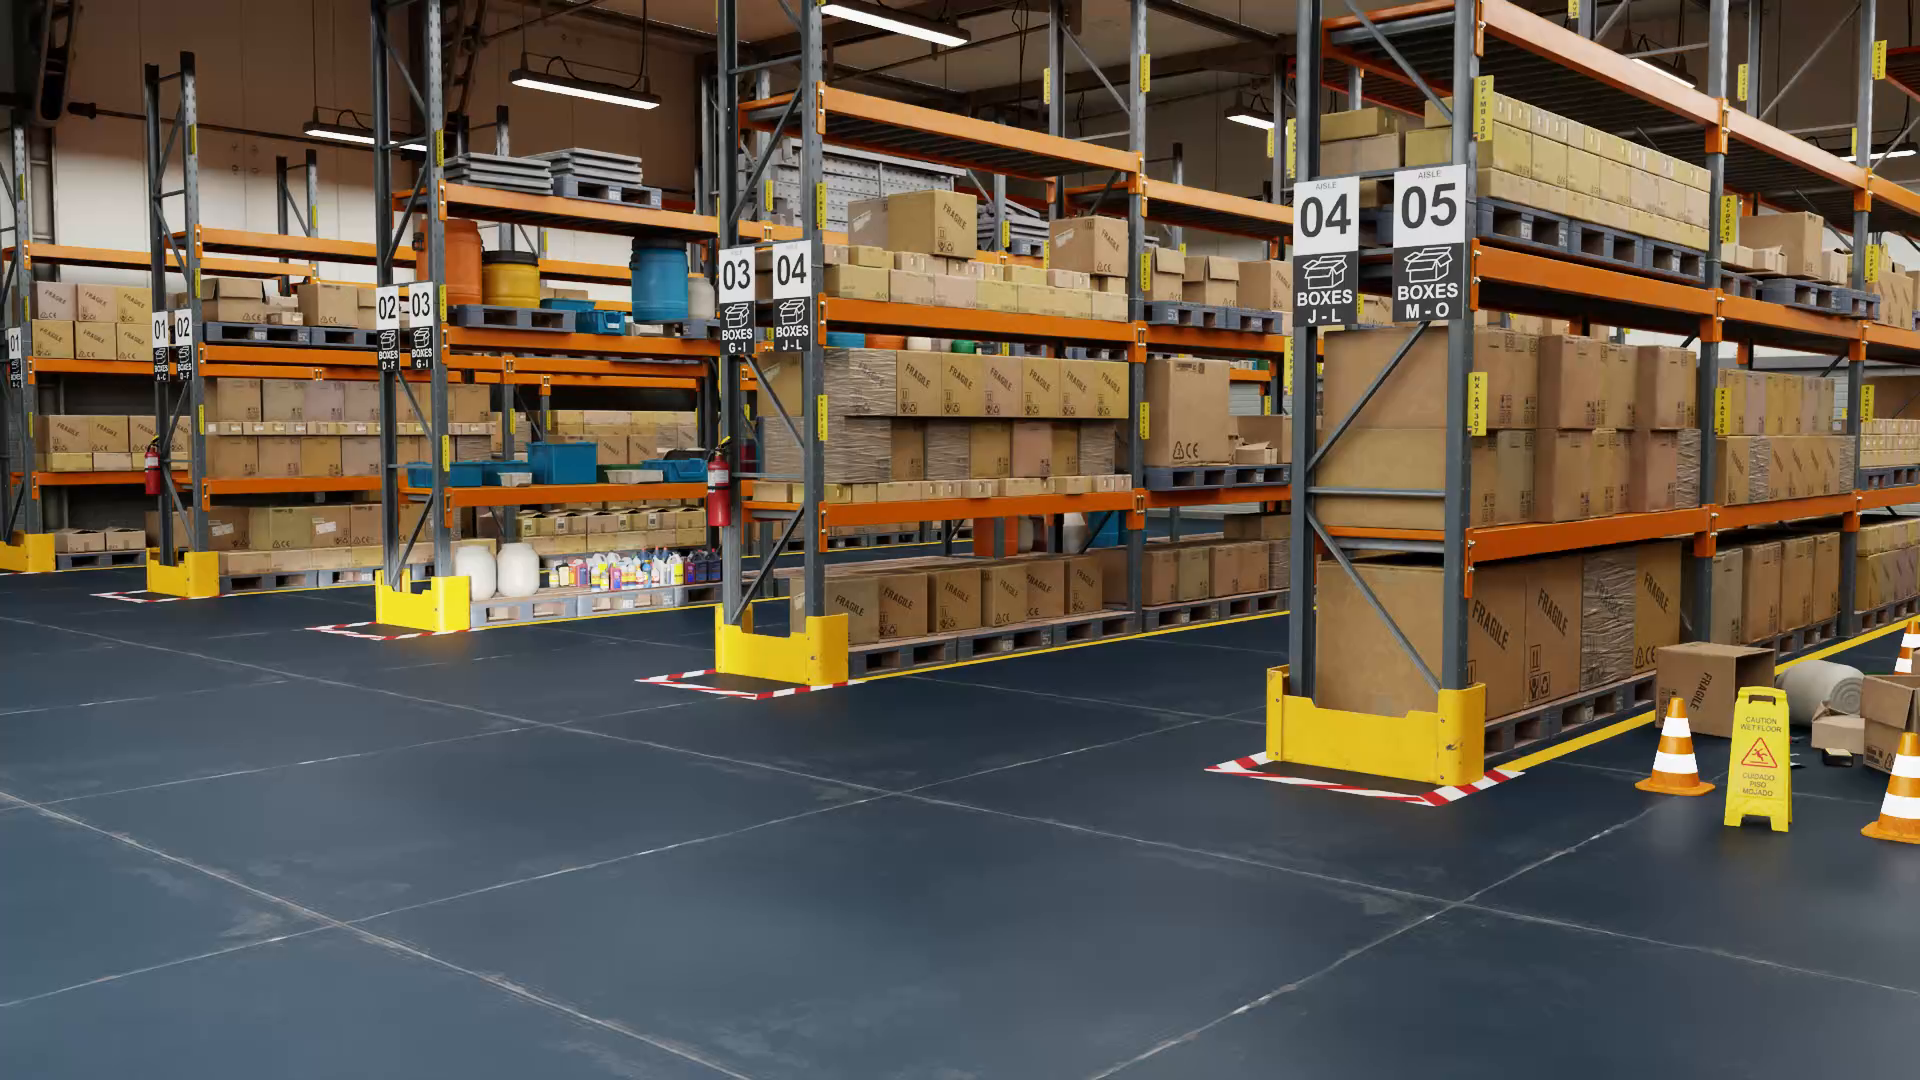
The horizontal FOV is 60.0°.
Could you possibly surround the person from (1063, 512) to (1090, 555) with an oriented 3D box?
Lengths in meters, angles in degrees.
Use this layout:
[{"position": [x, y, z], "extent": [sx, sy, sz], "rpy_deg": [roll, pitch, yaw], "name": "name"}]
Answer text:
[{"position": [1.137, -0.089, 17.293], "extent": [0.470, 1.699, 0.426], "rpy_deg": [3, 5, 42], "name": "person"}]
